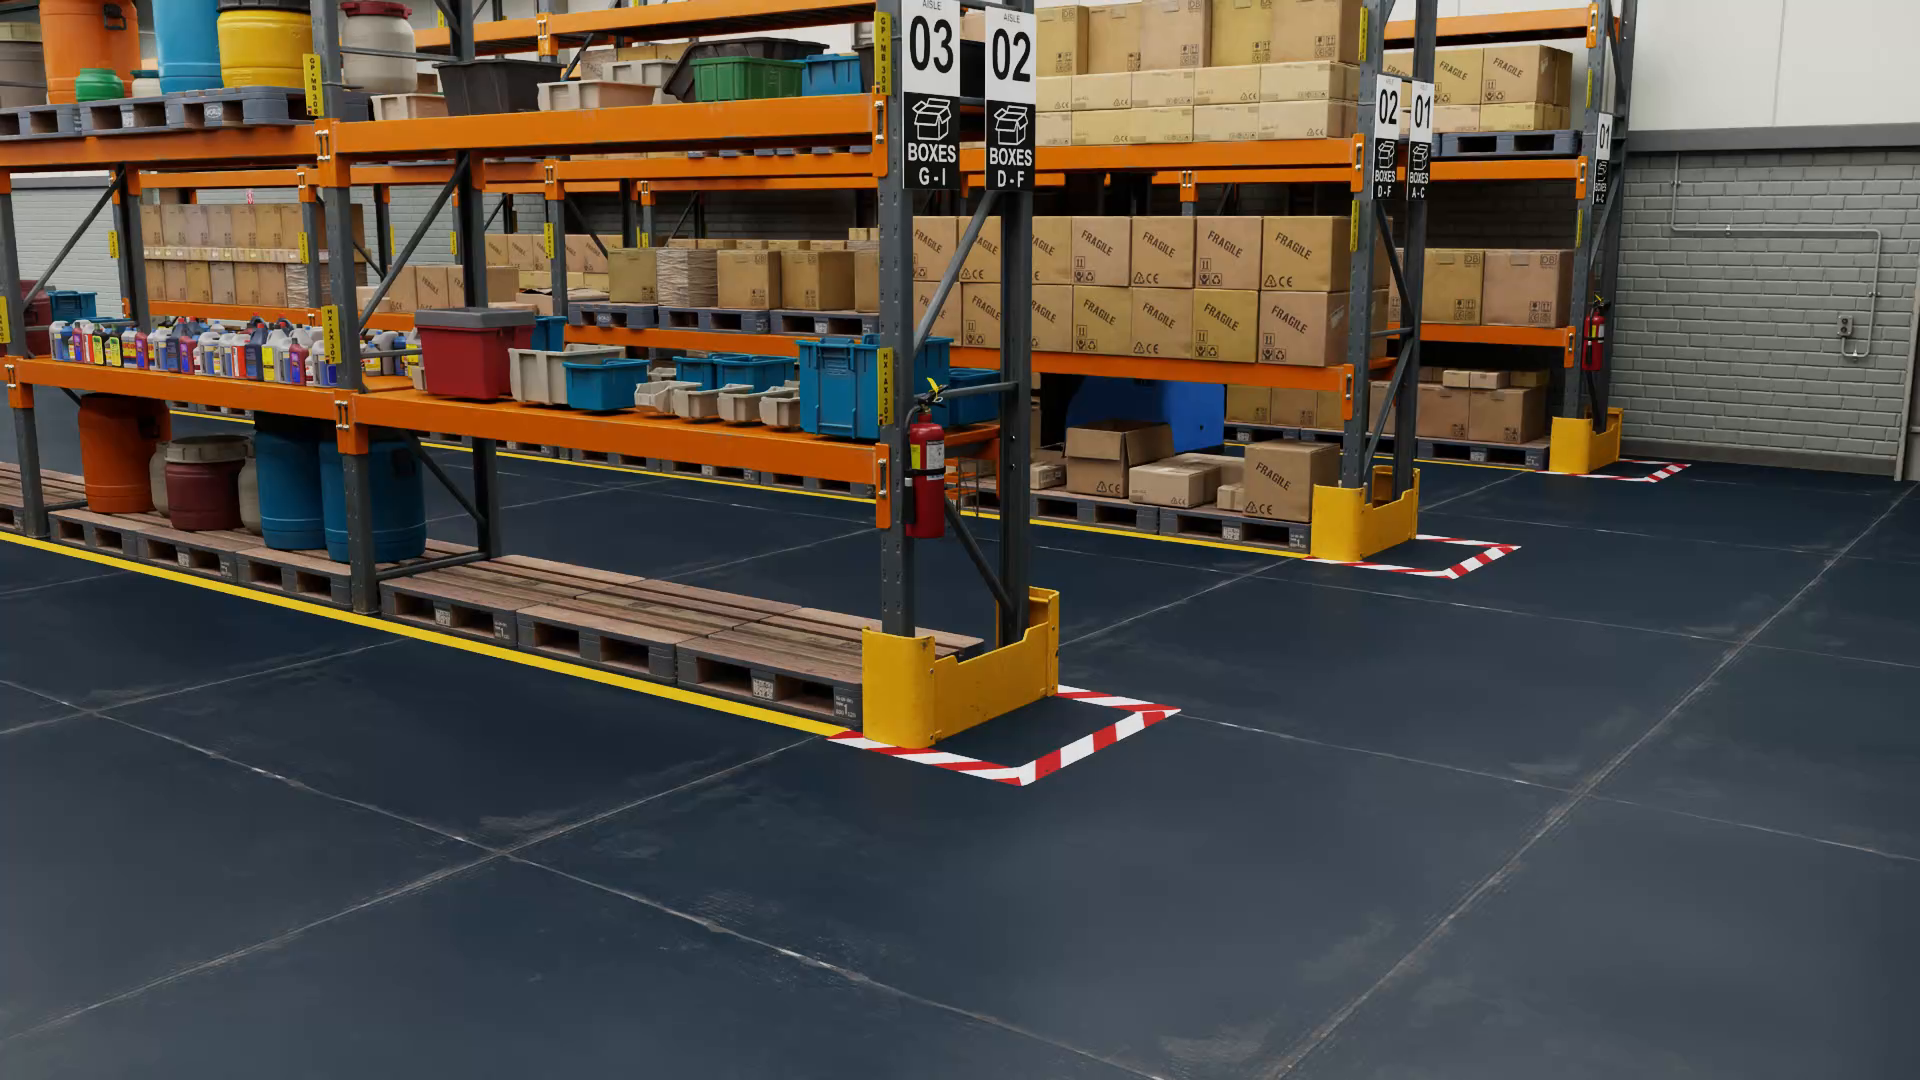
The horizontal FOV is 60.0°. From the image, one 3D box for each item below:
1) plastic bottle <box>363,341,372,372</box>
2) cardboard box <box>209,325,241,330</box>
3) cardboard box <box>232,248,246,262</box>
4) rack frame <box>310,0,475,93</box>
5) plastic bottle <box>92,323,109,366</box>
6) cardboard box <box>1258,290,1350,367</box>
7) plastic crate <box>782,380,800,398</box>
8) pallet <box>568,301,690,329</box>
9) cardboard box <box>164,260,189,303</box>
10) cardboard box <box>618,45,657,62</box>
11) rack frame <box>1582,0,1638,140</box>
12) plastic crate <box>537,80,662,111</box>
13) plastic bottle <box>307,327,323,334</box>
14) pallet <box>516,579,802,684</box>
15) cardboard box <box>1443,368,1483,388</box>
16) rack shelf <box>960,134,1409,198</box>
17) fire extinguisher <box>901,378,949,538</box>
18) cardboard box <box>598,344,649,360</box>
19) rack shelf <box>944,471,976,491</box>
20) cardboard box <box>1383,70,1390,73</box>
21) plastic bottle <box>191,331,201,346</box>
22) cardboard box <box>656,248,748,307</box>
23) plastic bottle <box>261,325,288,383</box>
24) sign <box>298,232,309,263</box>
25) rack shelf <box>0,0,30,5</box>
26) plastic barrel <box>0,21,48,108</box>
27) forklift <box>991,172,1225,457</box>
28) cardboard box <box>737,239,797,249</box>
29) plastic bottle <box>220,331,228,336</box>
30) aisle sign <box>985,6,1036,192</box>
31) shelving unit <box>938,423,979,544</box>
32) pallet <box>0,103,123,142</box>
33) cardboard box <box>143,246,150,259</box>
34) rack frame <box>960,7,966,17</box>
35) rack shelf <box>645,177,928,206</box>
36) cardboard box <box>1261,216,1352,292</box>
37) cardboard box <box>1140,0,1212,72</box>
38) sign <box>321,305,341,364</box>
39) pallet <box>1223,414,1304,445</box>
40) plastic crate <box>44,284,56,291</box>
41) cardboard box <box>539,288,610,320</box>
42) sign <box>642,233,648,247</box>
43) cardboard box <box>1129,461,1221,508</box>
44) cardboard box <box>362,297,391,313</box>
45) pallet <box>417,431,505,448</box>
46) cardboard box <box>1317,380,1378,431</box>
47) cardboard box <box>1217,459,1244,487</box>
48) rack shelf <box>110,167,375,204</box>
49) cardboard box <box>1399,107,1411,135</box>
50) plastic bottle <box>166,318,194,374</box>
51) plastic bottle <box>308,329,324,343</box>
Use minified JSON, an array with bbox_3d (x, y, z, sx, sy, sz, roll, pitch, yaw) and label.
[{"bbox_3d":[-3.826,-1.191,10.813,0.097,0.201,0.097,0,11,0],"label":"plastic bottle"},{"bbox_3d":[-9.357,-2.426,20.830,0.500,0.500,0.500,8,13,36],"label":"cardboard box"},{"bbox_3d":[-8.110,-3.275,19.088,0.250,0.149,0.380,8,14,37],"label":"cardboard box"},{"bbox_3d":[-3.228,-4.054,9.295,0.127,3.000,1.000,8,13,36],"label":"rack frame"},{"bbox_3d":[-5.841,-1.329,11.311,0.133,0.283,0.061,8,13,36],"label":"plastic bottle"},{"bbox_3d":[2.409,-1.475,11.493,0.500,0.500,0.500,8,14,37],"label":"cardboard box"},{"bbox_3d":[-0.764,-0.762,8.610,0.298,0.136,0.250,8,13,36],"label":"plastic crate"},{"bbox_3d":[-2.929,-2.157,15.787,1.003,0.211,1.213,8,13,36],"label":"pallet"},{"bbox_3d":[-9.170,-3.152,20.164,0.500,0.500,0.700,8,14,37],"label":"cardboard box"},{"bbox_3d":[-2.758,-4.222,15.163,0.500,0.500,0.500,8,13,36],"label":"cardboard box"},{"bbox_3d":[5.860,-5.121,14.810,0.127,3.000,1.000,8,13,36],"label":"rack frame"},{"bbox_3d":[-1.816,-2.197,8.285,0.530,0.136,0.437,8,13,36],"label":"plastic crate"},{"bbox_3d":[-4.309,-1.289,11.120,0.135,0.276,0.152,8,13,36],"label":"plastic bottle"},{"bbox_3d":[-1.625,0.474,9.025,1.213,0.211,1.003,8,13,36],"label":"pallet"},{"bbox_3d":[4.819,-1.552,15.922,0.250,0.149,0.380,8,14,37],"label":"cardboard box"},{"bbox_3d":[1.319,-2.762,12.404,4.000,0.370,1.077,8,13,36],"label":"rack shelf"},{"bbox_3d":[-0.151,-0.352,7.136,0.183,0.674,0.296,8,13,36],"label":"fire extinguisher"},{"bbox_3d":[-4.672,-2.624,23.121,0.500,0.500,0.500,7,13,31],"label":"cardboard box"},{"bbox_3d":[-0.012,-0.429,11.955,0.180,0.103,0.258,8,13,36],"label":"rack shelf"},{"bbox_3d":[2.671,-3.159,11.644,0.500,0.250,0.500,8,13,36],"label":"cardboard box"},{"bbox_3d":[-4.914,-1.213,10.740,0.097,0.271,0.097,0,11,0],"label":"plastic bottle"},{"bbox_3d":[-2.319,-2.386,15.098,0.700,0.500,0.500,-10,15,-42],"label":"cardboard box"},{"bbox_3d":[-4.162,-1.138,10.145,0.185,0.351,0.144,8,13,36],"label":"plastic bottle"},{"bbox_3d":[-7.068,-3.145,17.902,0.005,0.325,0.100,8,13,36],"label":"sign"},{"bbox_3d":[-8.064,-4.179,12.888,4.000,0.370,1.077,8,13,36],"label":"rack shelf"},{"bbox_3d":[-6.985,-3.403,12.506,0.600,0.901,0.600,0,11,0],"label":"plastic barrel"},{"bbox_3d":[0.908,-2.104,15.190,3.031,2.935,1.130,9,14,39],"label":"forklift"},{"bbox_3d":[-2.426,-3.595,21.291,0.500,0.500,0.700,10,15,43],"label":"cardboard box"},{"bbox_3d":[-5.213,-1.385,11.812,0.097,0.201,0.097,0,11,0],"label":"plastic bottle"},{"bbox_3d":[0.230,-1.973,7.487,0.004,0.787,0.394,8,13,36],"label":"aisle sign"},{"bbox_3d":[-0.012,-0.591,11.924,0.189,1.200,0.258,8,13,36],"label":"shelving unit"},{"bbox_3d":[-5.893,-2.838,11.401,1.213,0.211,1.003,8,13,36],"label":"pallet"},{"bbox_3d":[-9.776,-3.507,20.287,0.250,0.149,0.380,8,13,35],"label":"cardboard box"},{"bbox_3d":[-0.293,-4.812,13.213,0.127,3.000,1.000,8,13,36],"label":"rack frame"},{"bbox_3d":[-2.200,-4.420,20.975,4.000,0.370,1.077,8,13,36],"label":"rack shelf"},{"bbox_3d":[2.410,-1.965,11.395,0.500,0.500,0.500,8,13,35],"label":"cardboard box"},{"bbox_3d":[1.688,-3.594,11.918,0.500,0.500,0.700,8,13,36],"label":"cardboard box"},{"bbox_3d":[-3.555,-1.161,9.405,0.005,0.325,0.100,8,13,36],"label":"sign"},{"bbox_3d":[3.203,-1.159,17.466,1.213,0.211,1.003,8,13,36],"label":"pallet"},{"bbox_3d":[-7.573,-1.819,13.365,0.583,0.464,0.402,8,13,36],"label":"plastic crate"},{"bbox_3d":[-3.784,-2.320,16.362,0.500,0.311,0.500,9,14,39],"label":"cardboard box"},{"bbox_3d":[-4.127,-3.866,21.838,0.005,0.325,0.100,8,13,36],"label":"sign"},{"bbox_3d":[1.599,-0.418,12.374,0.500,0.250,0.500,8,13,36],"label":"cardboard box"},{"bbox_3d":[-6.148,-2.512,17.779,0.250,0.149,0.380,8,13,36],"label":"cardboard box"},{"bbox_3d":[-5.137,-1.183,17.591,1.213,0.211,1.003,8,13,36],"label":"pallet"},{"bbox_3d":[3.994,-1.390,16.792,0.500,0.500,0.700,8,14,37],"label":"cardboard box"},{"bbox_3d":[2.258,-0.444,12.508,0.500,0.250,0.500,8,13,36],"label":"cardboard box"},{"bbox_3d":[-8.353,-4.111,19.377,4.000,0.370,1.077,8,13,36],"label":"rack shelf"},{"bbox_3d":[4.270,-3.988,15.876,0.500,0.250,0.500,7,13,34],"label":"cardboard box"},{"bbox_3d":[-5.050,-1.262,10.785,0.185,0.351,0.144,8,13,36],"label":"plastic bottle"},{"bbox_3d":[-4.212,-1.239,10.865,0.135,0.276,0.152,8,13,36],"label":"plastic bottle"}]
